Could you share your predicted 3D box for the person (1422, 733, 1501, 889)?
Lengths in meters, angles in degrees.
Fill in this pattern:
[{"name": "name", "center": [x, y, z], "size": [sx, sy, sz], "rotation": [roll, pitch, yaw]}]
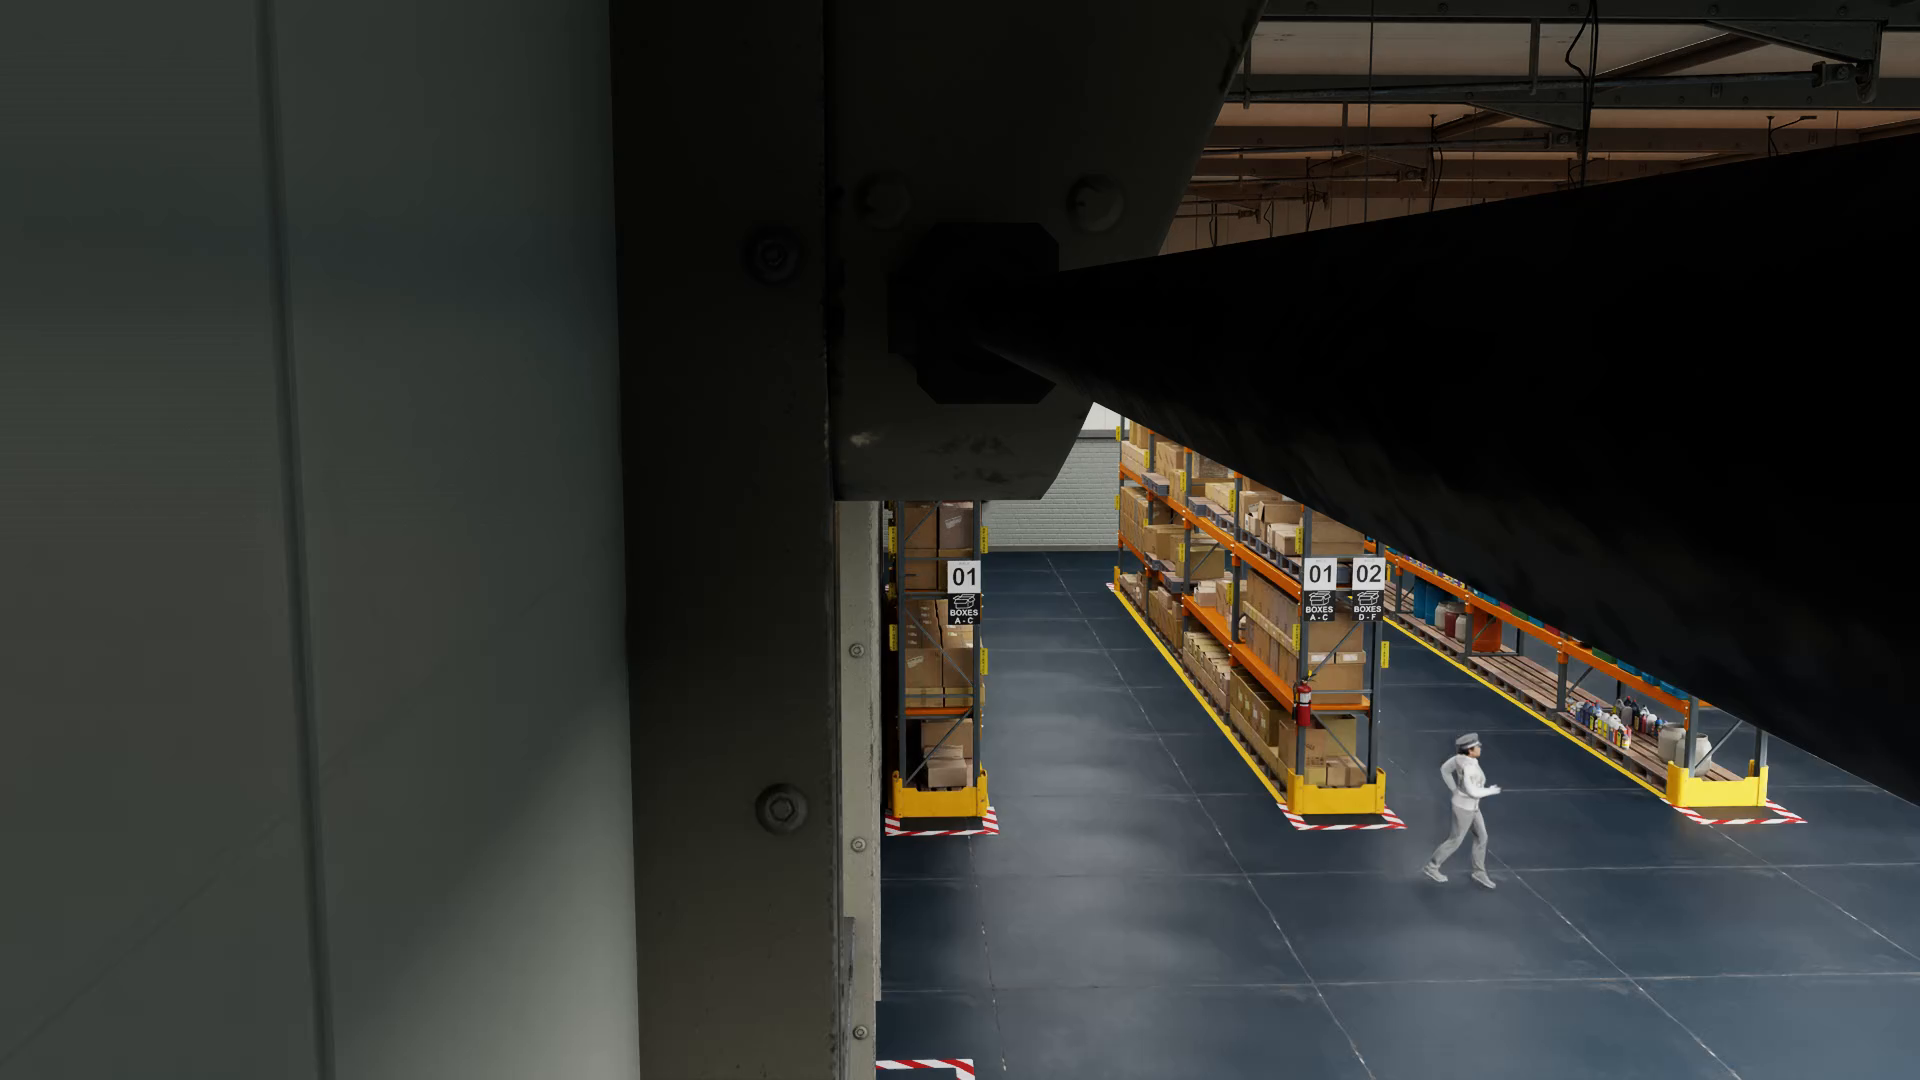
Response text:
[{"name": "person", "center": [5.415, 2.924, 17.928], "size": [0.779, 1.743, 0.599], "rotation": [2, 9, 15]}]
